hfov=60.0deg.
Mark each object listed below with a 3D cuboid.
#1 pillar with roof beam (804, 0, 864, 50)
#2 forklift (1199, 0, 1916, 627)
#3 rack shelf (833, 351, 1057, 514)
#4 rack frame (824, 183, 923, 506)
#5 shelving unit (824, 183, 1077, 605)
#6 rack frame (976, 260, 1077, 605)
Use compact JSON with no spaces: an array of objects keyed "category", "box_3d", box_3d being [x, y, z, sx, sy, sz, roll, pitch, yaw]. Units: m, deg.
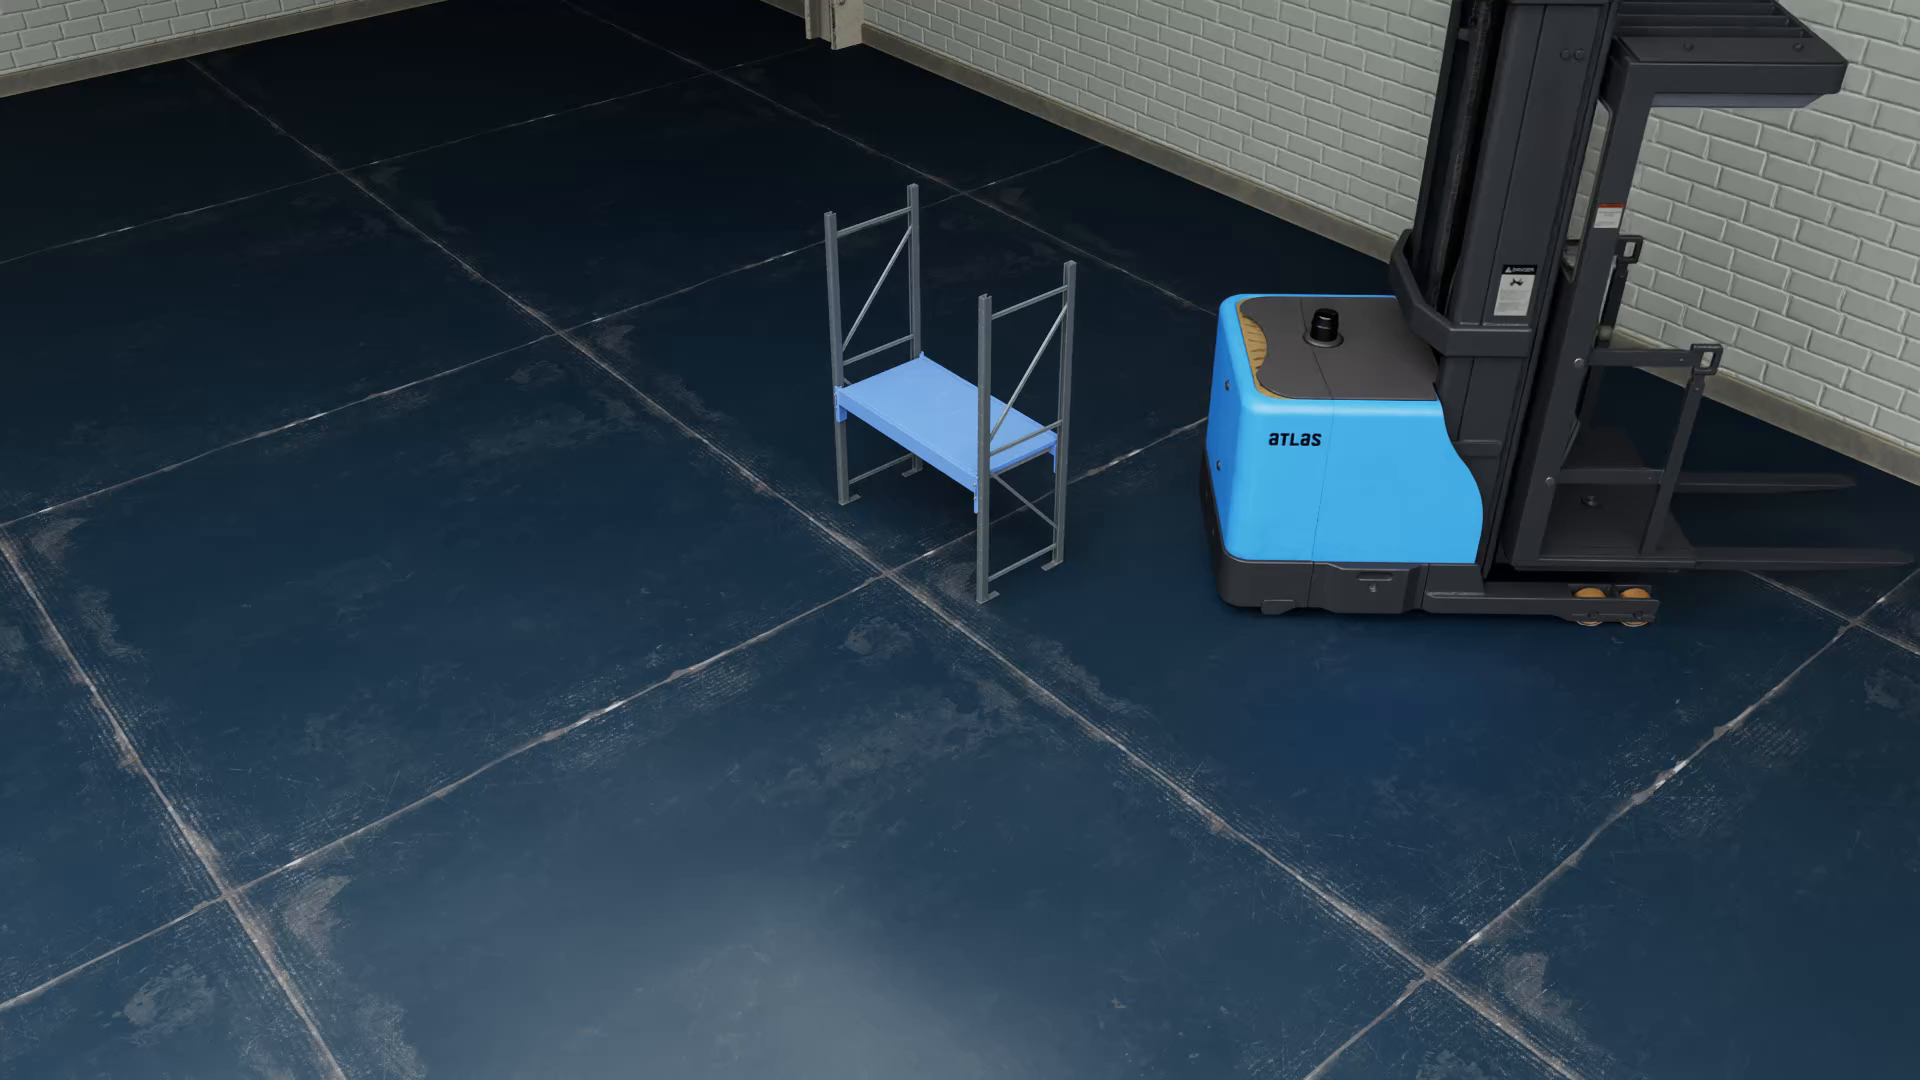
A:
[{"category":"pillar with roof beam","box_3d":[-4.298,-6.122,8.607,9.100,9.000,0.400,-26,43,-32]},{"category":"forklift","box_3d":[2.653,-1.132,6.813,3.031,2.935,1.130,1,35,1]},{"category":"rack shelf","box_3d":[-0.055,-0.503,7.474,0.538,0.185,1.000,-26,43,-32]},{"category":"rack frame","box_3d":[-0.383,-0.874,7.687,0.500,1.500,0.032,-26,43,-32]},{"category":"shelving unit","box_3d":[-0.055,-0.650,7.370,0.538,1.500,1.048,-26,43,-32]},{"category":"rack frame","box_3d":[0.273,-0.425,7.053,0.500,1.500,0.032,-26,43,-32]}]
